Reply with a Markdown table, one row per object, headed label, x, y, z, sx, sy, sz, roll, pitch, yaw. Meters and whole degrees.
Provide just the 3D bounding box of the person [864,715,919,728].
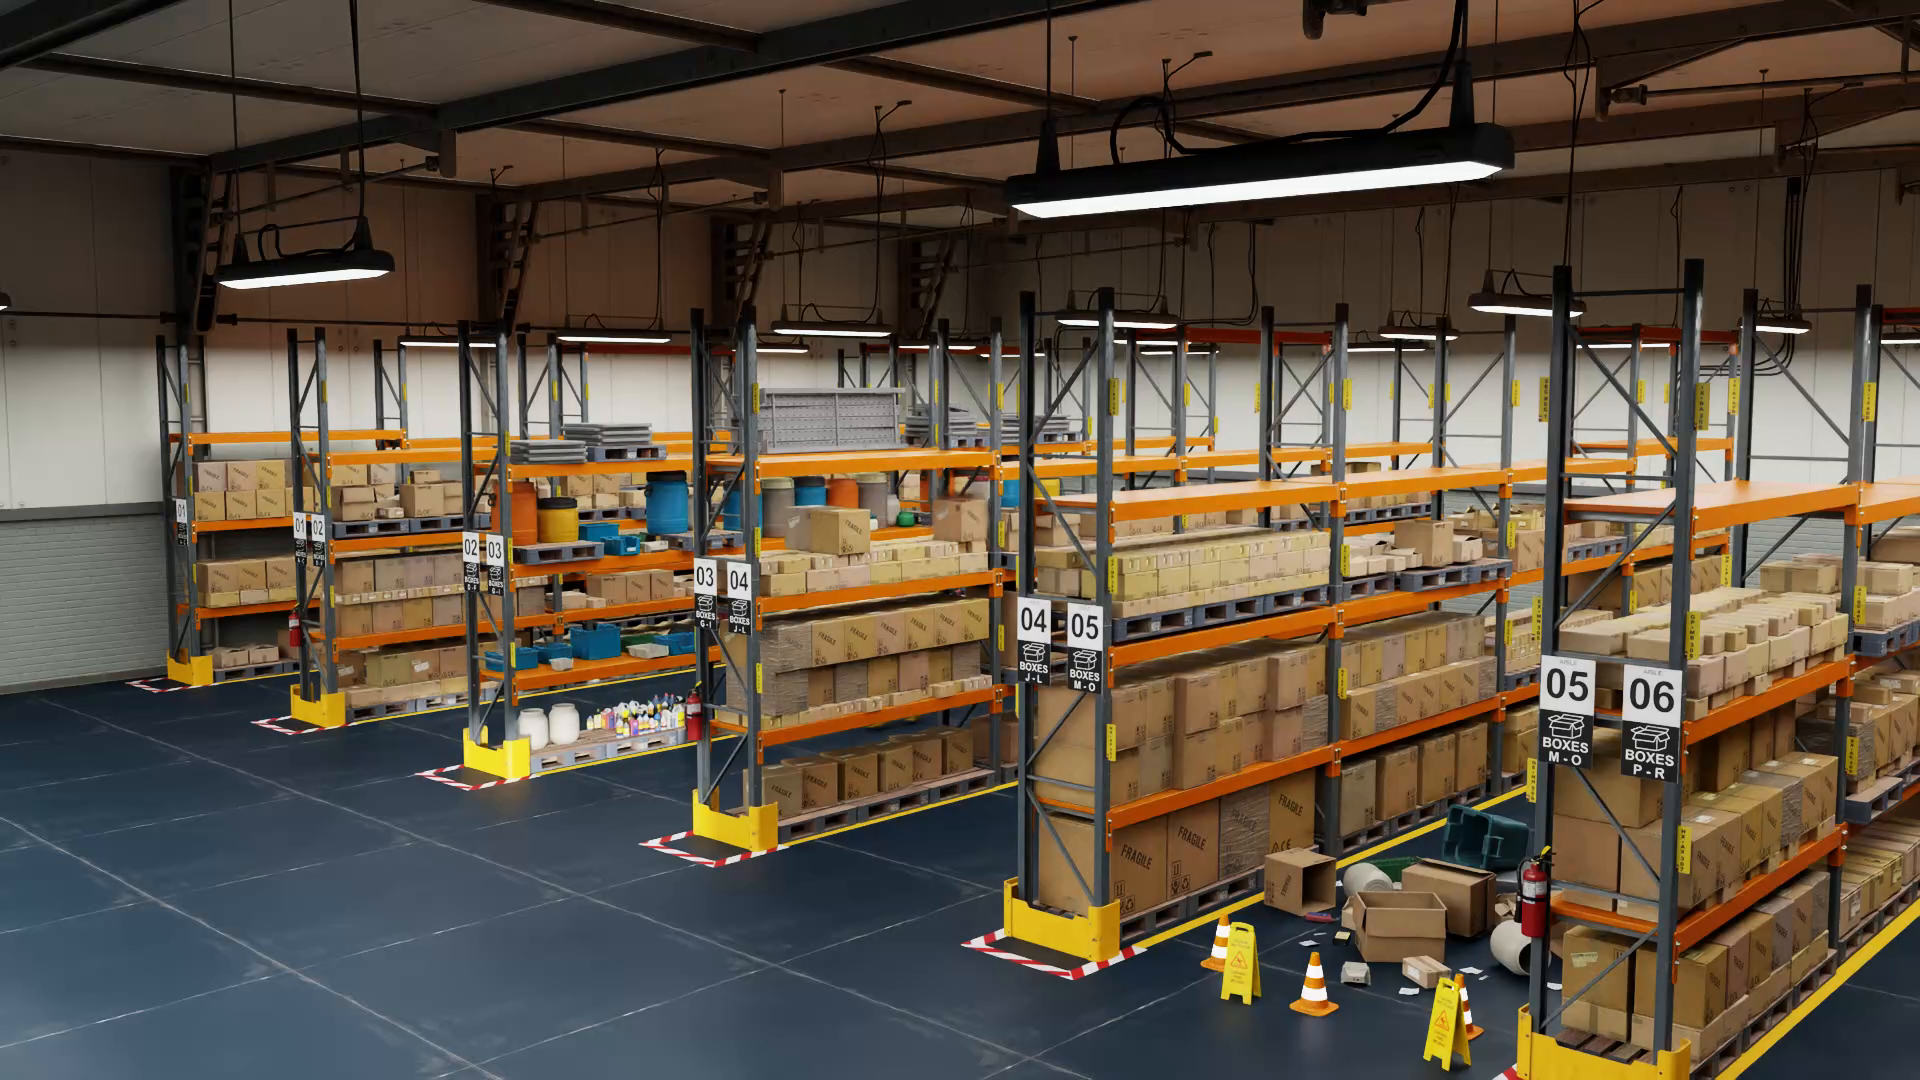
| label | x | y | z | sx | sy | sz | roll | pitch | yaw |
| --- | --- | --- | --- | --- | --- | --- | --- | --- | --- |
| person | -0.995 | 1.949 | 24.959 | 0.638 | 1.697 | 1.090 | 3 | 6 | 28 |
